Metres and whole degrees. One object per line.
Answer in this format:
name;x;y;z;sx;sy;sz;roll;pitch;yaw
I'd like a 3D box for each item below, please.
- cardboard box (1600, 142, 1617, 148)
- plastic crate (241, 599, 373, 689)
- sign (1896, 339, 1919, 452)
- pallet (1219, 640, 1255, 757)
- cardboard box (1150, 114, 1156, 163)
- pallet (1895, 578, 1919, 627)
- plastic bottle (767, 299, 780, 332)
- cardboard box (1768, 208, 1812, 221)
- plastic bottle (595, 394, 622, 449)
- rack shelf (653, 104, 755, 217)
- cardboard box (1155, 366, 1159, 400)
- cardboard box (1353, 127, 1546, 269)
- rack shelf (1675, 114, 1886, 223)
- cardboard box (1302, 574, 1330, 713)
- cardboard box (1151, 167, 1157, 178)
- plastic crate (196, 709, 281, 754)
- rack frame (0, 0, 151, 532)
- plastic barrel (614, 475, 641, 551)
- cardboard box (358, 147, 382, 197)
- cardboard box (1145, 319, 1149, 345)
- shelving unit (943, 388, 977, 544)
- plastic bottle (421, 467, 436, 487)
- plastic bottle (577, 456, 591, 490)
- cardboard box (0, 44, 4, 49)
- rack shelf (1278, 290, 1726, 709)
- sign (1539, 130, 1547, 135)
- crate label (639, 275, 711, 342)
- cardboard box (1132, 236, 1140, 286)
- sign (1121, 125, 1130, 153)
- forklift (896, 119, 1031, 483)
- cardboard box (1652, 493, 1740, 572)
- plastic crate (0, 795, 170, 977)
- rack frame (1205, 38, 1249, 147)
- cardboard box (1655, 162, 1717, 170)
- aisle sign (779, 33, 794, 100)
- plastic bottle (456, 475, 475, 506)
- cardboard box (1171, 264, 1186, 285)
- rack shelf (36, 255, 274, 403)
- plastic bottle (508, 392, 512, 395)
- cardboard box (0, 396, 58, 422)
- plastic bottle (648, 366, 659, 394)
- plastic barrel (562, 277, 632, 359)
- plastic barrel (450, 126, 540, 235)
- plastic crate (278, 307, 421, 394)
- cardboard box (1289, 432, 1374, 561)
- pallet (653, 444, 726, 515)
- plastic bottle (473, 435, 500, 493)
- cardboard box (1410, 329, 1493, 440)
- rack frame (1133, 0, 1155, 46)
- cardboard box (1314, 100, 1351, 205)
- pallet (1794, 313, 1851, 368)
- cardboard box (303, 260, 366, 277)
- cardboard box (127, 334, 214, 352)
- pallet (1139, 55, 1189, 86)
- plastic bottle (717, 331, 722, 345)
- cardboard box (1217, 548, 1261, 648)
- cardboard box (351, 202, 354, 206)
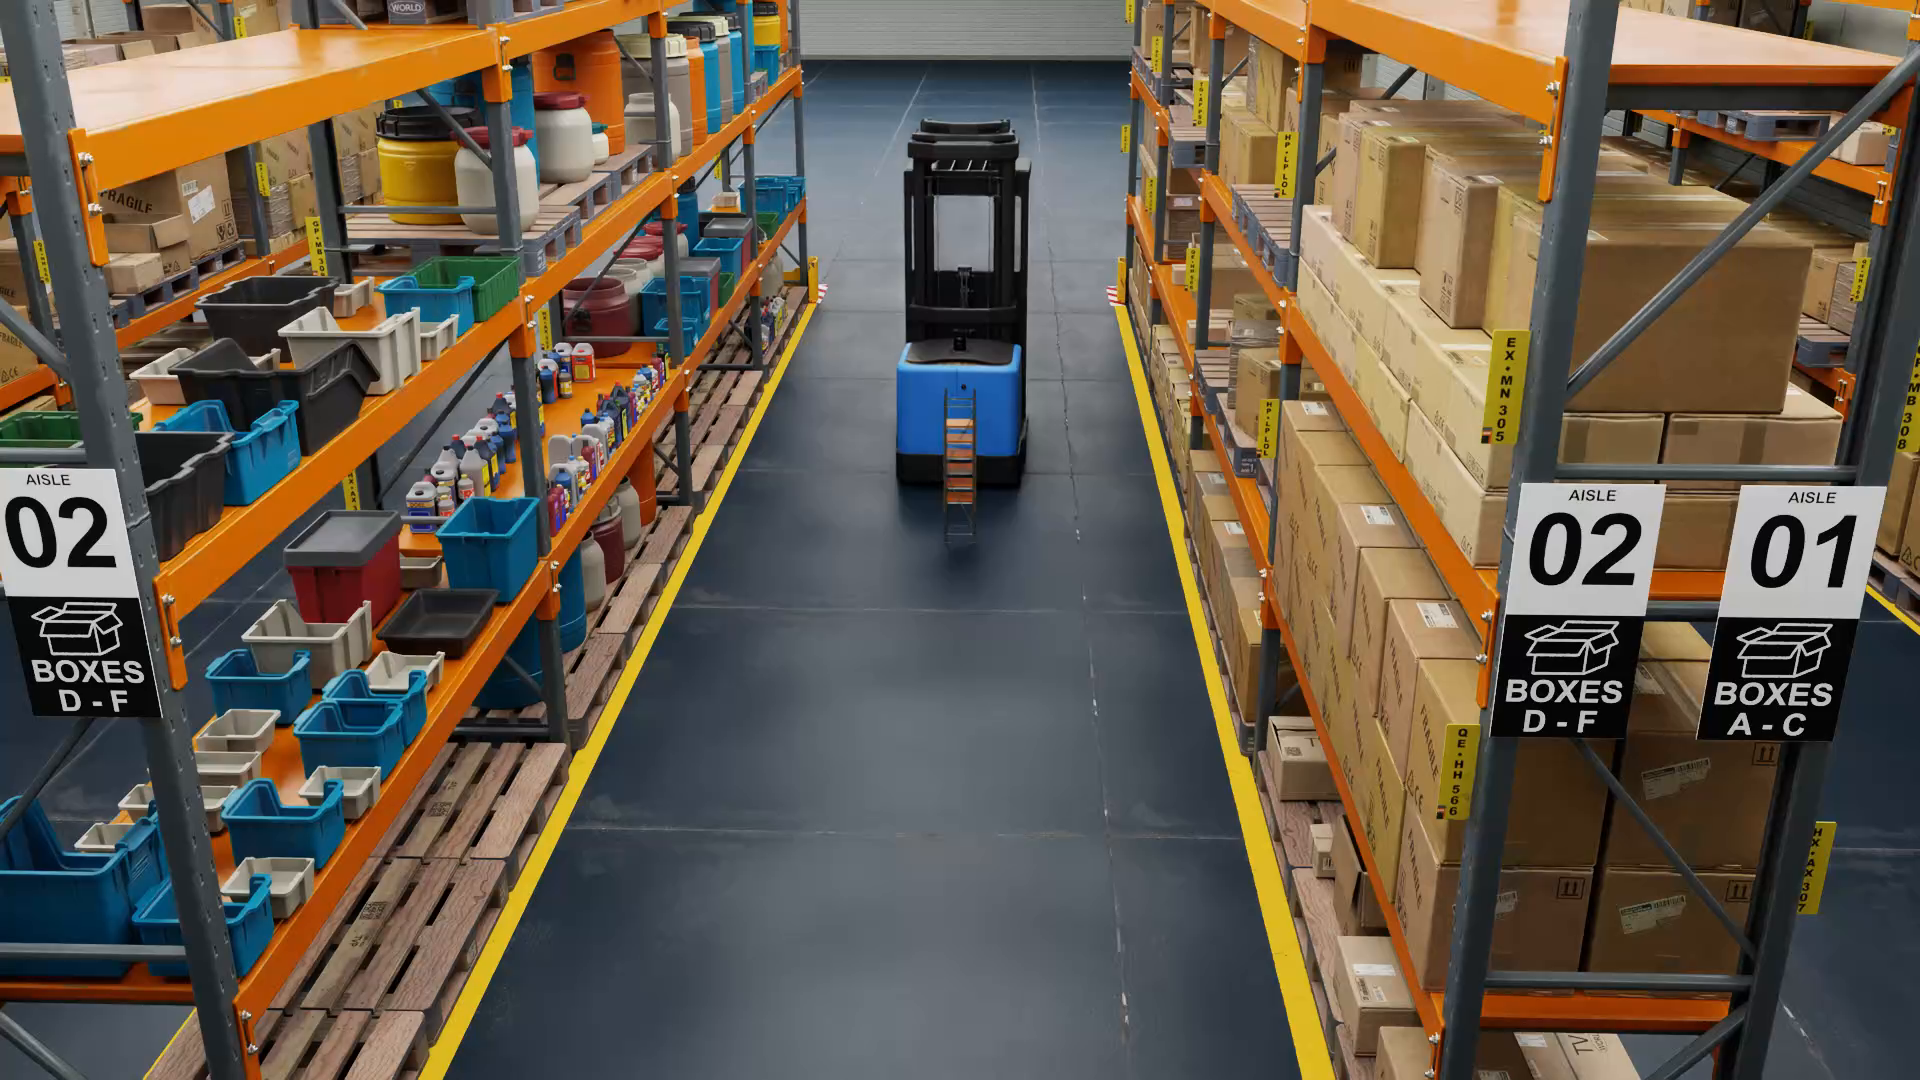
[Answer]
cardboard box;7.159;-4.269;19.028;0.500;0.500;0.500;1;21;2
plastic crate;-2.999;0.479;7.729;0.437;0.282;0.530;1;21;2
sign;2.604;-0.396;4.549;0.100;0.325;0.005;1;21;2
pallet;2.170;0.963;10.255;1.003;0.211;1.213;1;21;2
cardboard box;2.494;-4.473;18.477;0.700;0.500;0.500;1;21;2
pallet;7.117;0.589;11.220;1.003;0.211;1.213;1;21;2
plastic bottle;-2.067;-2.470;18.303;0.144;0.351;0.185;0;21;1
cardboard box;7.304;-2.748;15.218;0.700;0.500;0.500;3;21;7
plastic bottle;-2.323;-0.785;10.974;0.144;0.351;0.185;1;21;2
rack shelf;-2.586;-3.331;14.315;1.077;0.370;4.000;1;21;2
cardboard box;2.149;-1.521;16.023;0.500;0.250;0.500;1;21;3
cardboard box;2.040;-1.417;6.868;0.700;0.500;0.500;1;21;2
rack shelf;7.317;-3.222;14.034;1.077;0.370;4.000;1;21;2
cardboard box;1.865;0.458;7.563;0.500;0.500;0.500;1;21;1
cardboard box;2.266;-3.940;18.002;0.380;0.149;0.250;1;21;3
plastic crate;-3.048;0.833;7.017;0.298;0.136;0.250;1;21;2
rack frame;-2.890;-1.449;4.323;1.000;3.000;0.127;1;21;2
plastic barrel;-2.572;-0.198;12.252;0.421;0.512;0.421;0;21;0
cardboard box;-7.293;-4.296;19.406;0.875;0.500;0.500;1;21;2
cardboard box;2.247;-2.200;17.772;0.500;0.250;0.500;1;21;2
shelving unit;0.000;-0.565;12.825;0.258;1.200;0.189;1;21;2
plastic bottle;-3.118;-0.274;9.750;0.061;0.283;0.133;1;21;2
plastic bottle;-2.325;-0.413;10.222;0.097;0.201;0.097;0;21;0
cardboard box;-7.797;-3.817;13.743;0.500;0.500;0.500;1;21;3
rack shelf;2.122;-0.382;6.716;1.077;0.370;4.000;1;21;2
sign;6.957;-4.738;19.896;0.100;0.325;0.005;1;21;2
crate label;-2.346;-1.917;13.775;0.502;0.435;0.616;1;21;2
cardboard box;2.296;-3.273;19.501;0.500;0.500;0.500;1;21;2
sign;1.993;-4.830;20.025;0.100;0.325;0.005;1;21;2
forklift;0.071;-2.337;14.999;1.130;2.935;3.031;1;21;4
cardboard box;2.331;-0.108;5.221;0.500;0.250;0.500;1;21;2
plastic crate;-3.066;1.180;5.709;0.616;0.435;0.499;1;21;2
rack frame;2.305;-4.286;11.634;1.000;3.000;0.127;1;21;2
cardboard box;7.641;-3.706;17.576;0.500;0.500;0.500;1;21;3
aisle sign;-2.104;-5.672;19.907;0.394;0.787;0.004;1;21;2
plastic bottle;-2.943;-0.289;9.903;0.097;0.201;0.097;0;21;0
cardboard box;2.195;-2.500;15.672;0.380;0.149;0.250;1;21;2
rack shelf;-7.536;-1.987;14.998;1.077;0.370;4.000;1;21;2
plastic bottle;-3.049;-0.873;11.309;0.097;0.271;0.097;0;21;0
cardboard box;-7.639;-0.555;12.670;1.225;0.875;0.875;0;21;-1
plastic bottle;-2.261;-1.176;12.188;0.097;0.201;0.097;0;21;0
plastic barrel;-2.935;-1.779;13.280;0.600;0.536;0.708;1;21;2
plastic barrel;-2.501;-1.944;8.976;0.433;0.535;0.433;0;21;0
plastic crate;-2.514;-0.793;6.944;0.437;0.282;0.530;1;21;2
cardboard box;1.872;-0.202;7.881;0.500;0.500;0.500;0;21;0
pallet;-2.584;-0.524;14.089;1.003;0.211;1.213;1;21;2
plastic bottle;-2.917;-0.477;10.179;0.144;0.351;0.185;1;21;2
cardboard box;1.837;-0.527;5.611;0.500;0.250;0.500;1;21;2
rack frame;2.548;-7.178;19.089;1.000;3.000;0.127;1;21;2
cardboard box;2.269;-2.153;9.428;0.600;0.600;0.600;0;21;1
pallet;7.171;-1.605;13.284;1.213;0.211;1.003;1;21;2
cardboard box;-7.373;-3.080;19.695;0.500;0.500;0.500;6;22;16
cardboard box;-7.549;-1.691;16.088;0.700;0.500;0.500;1;21;1
pallet;2.466;-5.041;17.850;1.003;0.211;1.213;1;21;2
plastic bottle;-2.639;-2.239;17.810;0.152;0.276;0.135;1;21;2
cardboard box;1.951;0.376;10.760;0.500;0.500;0.500;1;21;2
cardboard box;-7.178;-3.817;19.067;0.380;0.149;0.250;1;21;2
